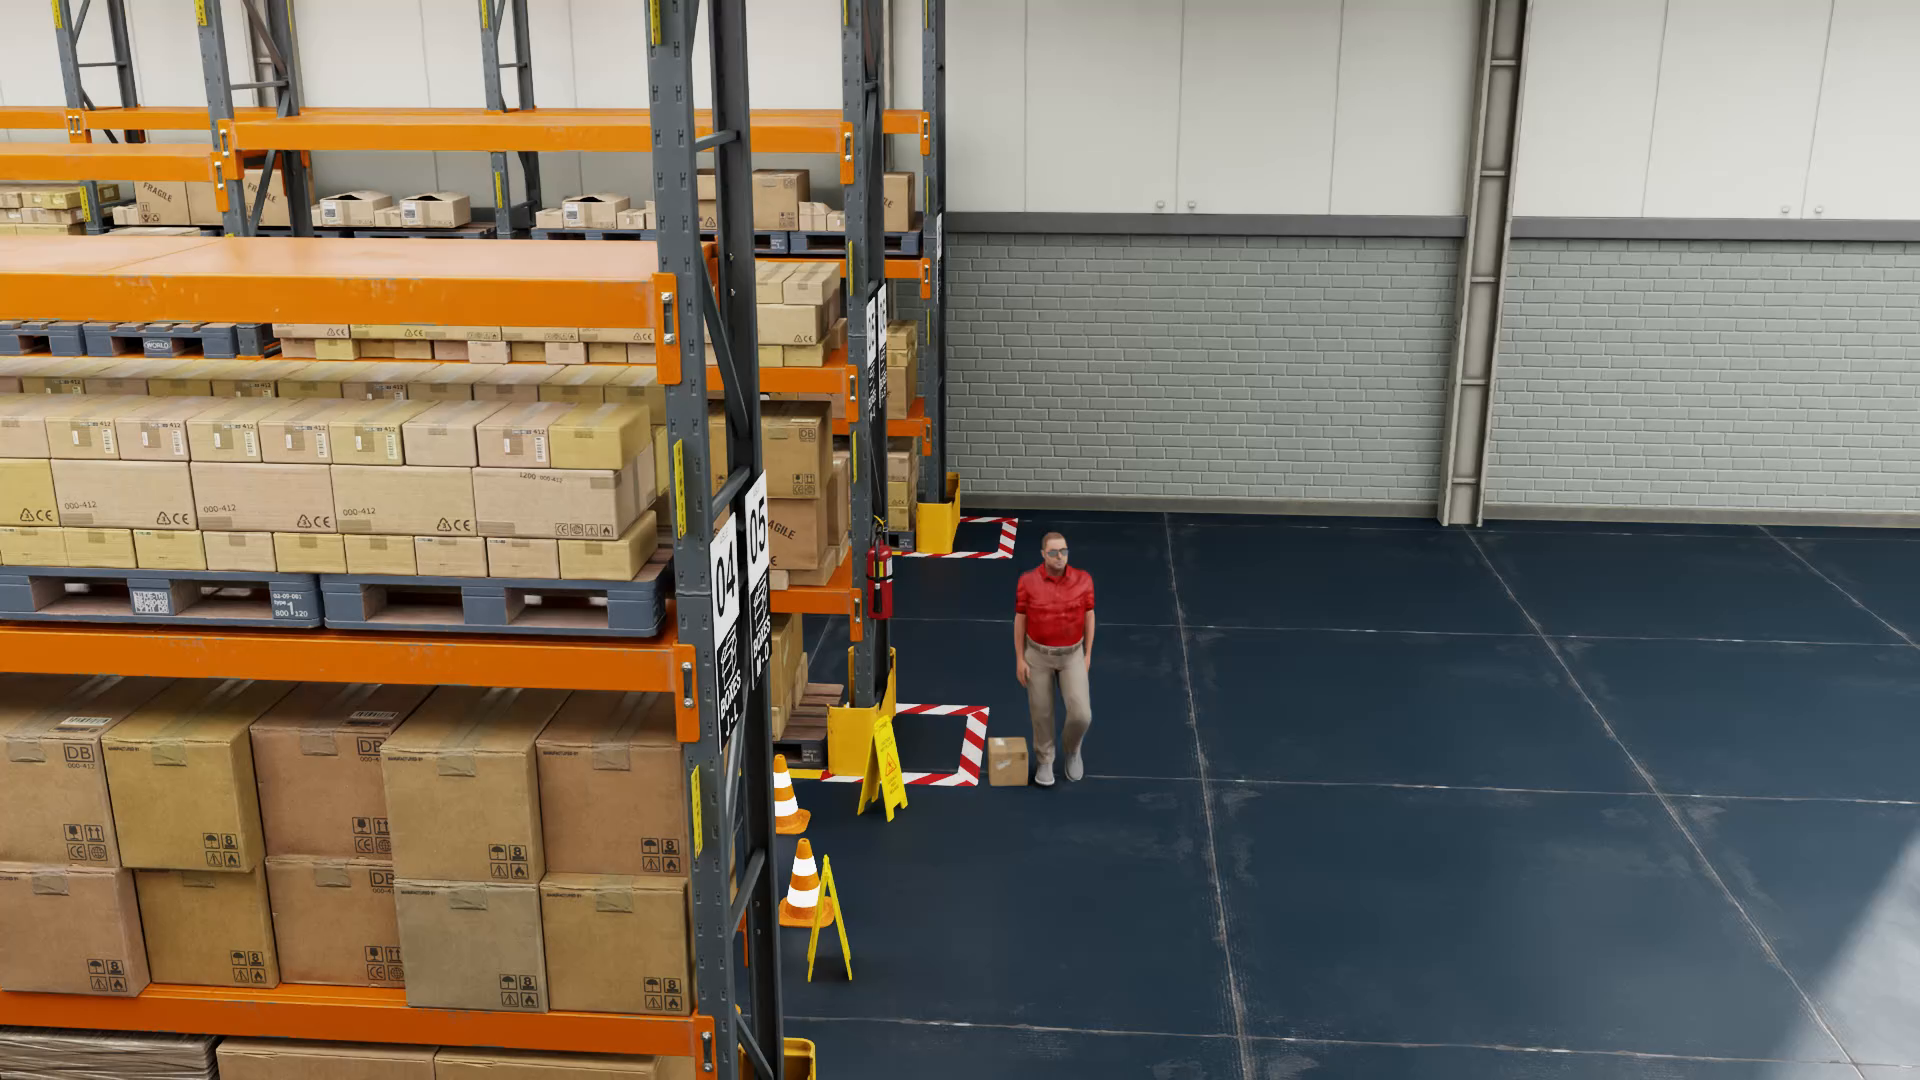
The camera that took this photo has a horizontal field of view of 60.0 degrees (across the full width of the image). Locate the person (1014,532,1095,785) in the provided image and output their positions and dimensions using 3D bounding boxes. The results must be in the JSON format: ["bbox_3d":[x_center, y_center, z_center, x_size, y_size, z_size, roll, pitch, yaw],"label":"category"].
[{"bbox_3d":[0.625,0.814,10.974,0.536,1.761,0.428,0,17,-1],"label":"person"}]
